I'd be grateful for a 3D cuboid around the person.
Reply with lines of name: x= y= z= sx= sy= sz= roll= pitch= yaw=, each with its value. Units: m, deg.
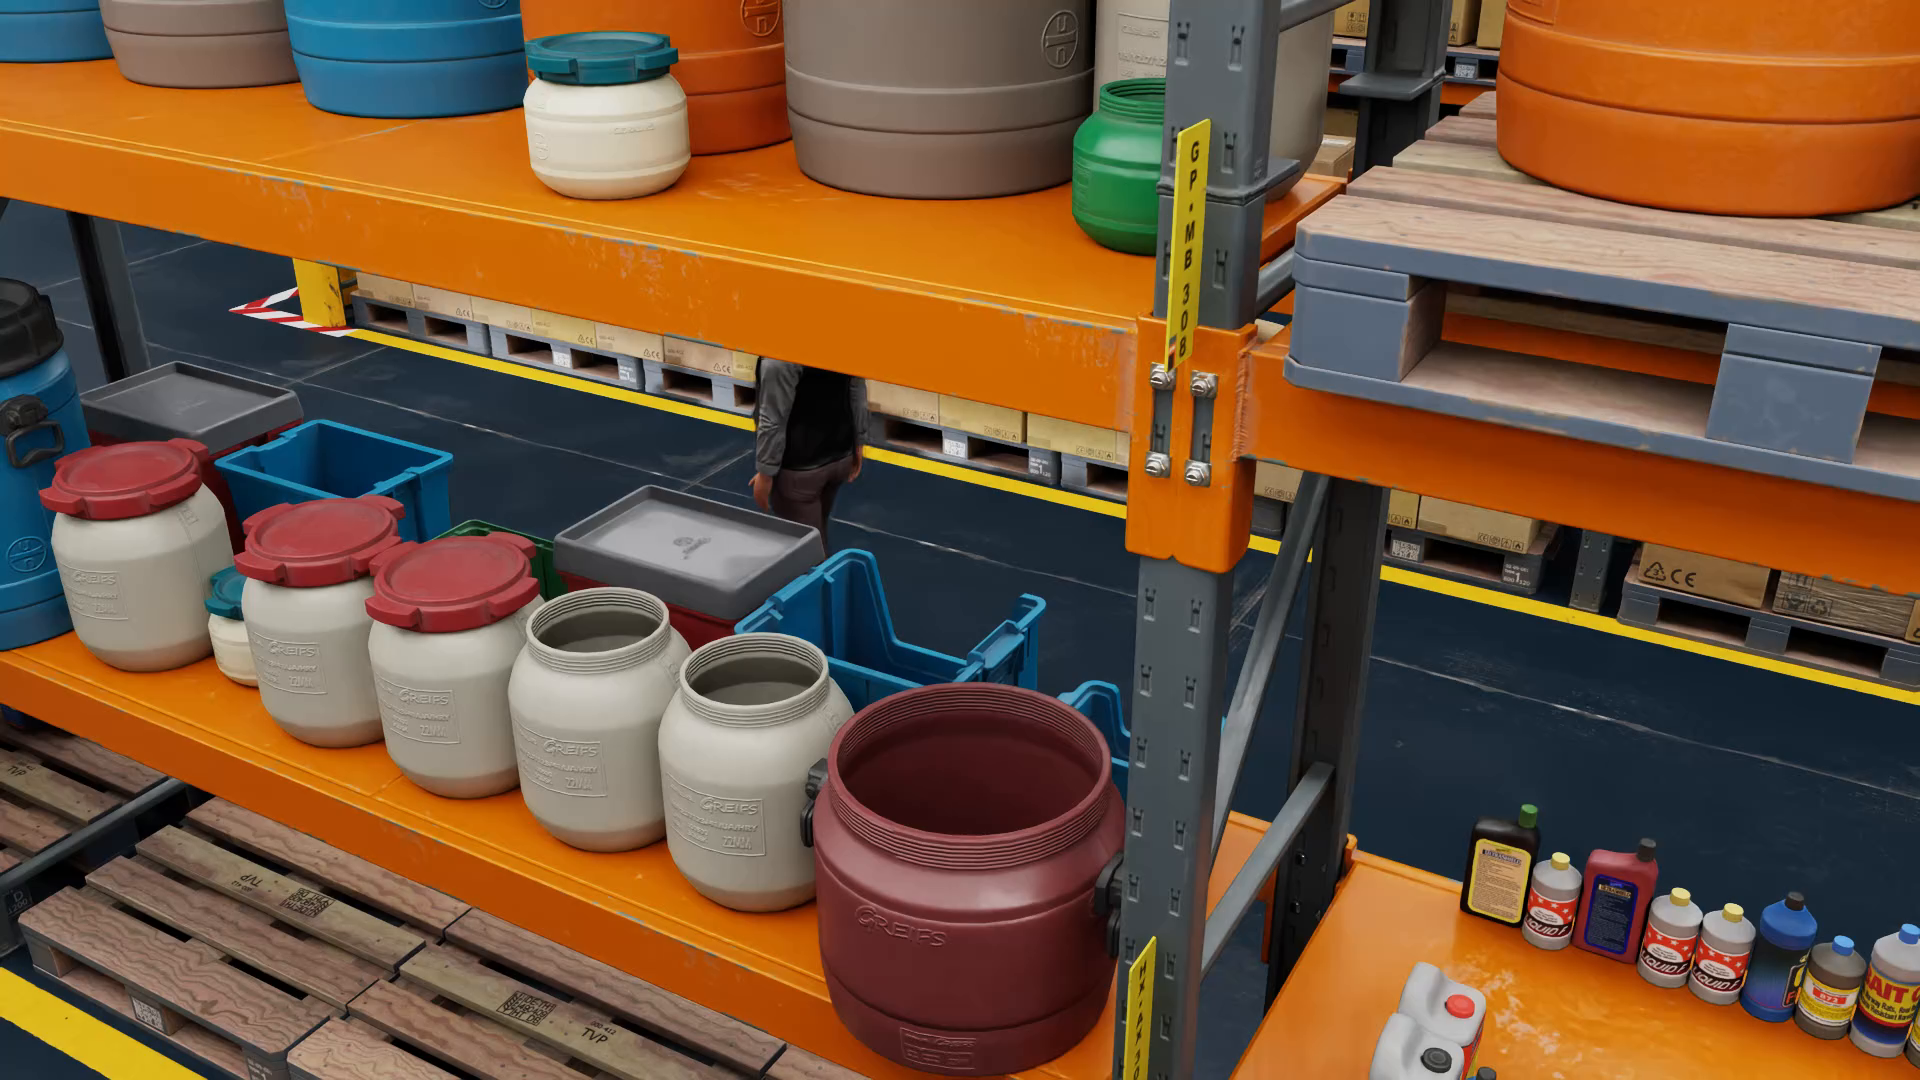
person: x=-0.678 y=-0.338 z=6.823 sx=0.714 sy=1.715 sz=0.559 roll=19 pitch=32 yaw=34
